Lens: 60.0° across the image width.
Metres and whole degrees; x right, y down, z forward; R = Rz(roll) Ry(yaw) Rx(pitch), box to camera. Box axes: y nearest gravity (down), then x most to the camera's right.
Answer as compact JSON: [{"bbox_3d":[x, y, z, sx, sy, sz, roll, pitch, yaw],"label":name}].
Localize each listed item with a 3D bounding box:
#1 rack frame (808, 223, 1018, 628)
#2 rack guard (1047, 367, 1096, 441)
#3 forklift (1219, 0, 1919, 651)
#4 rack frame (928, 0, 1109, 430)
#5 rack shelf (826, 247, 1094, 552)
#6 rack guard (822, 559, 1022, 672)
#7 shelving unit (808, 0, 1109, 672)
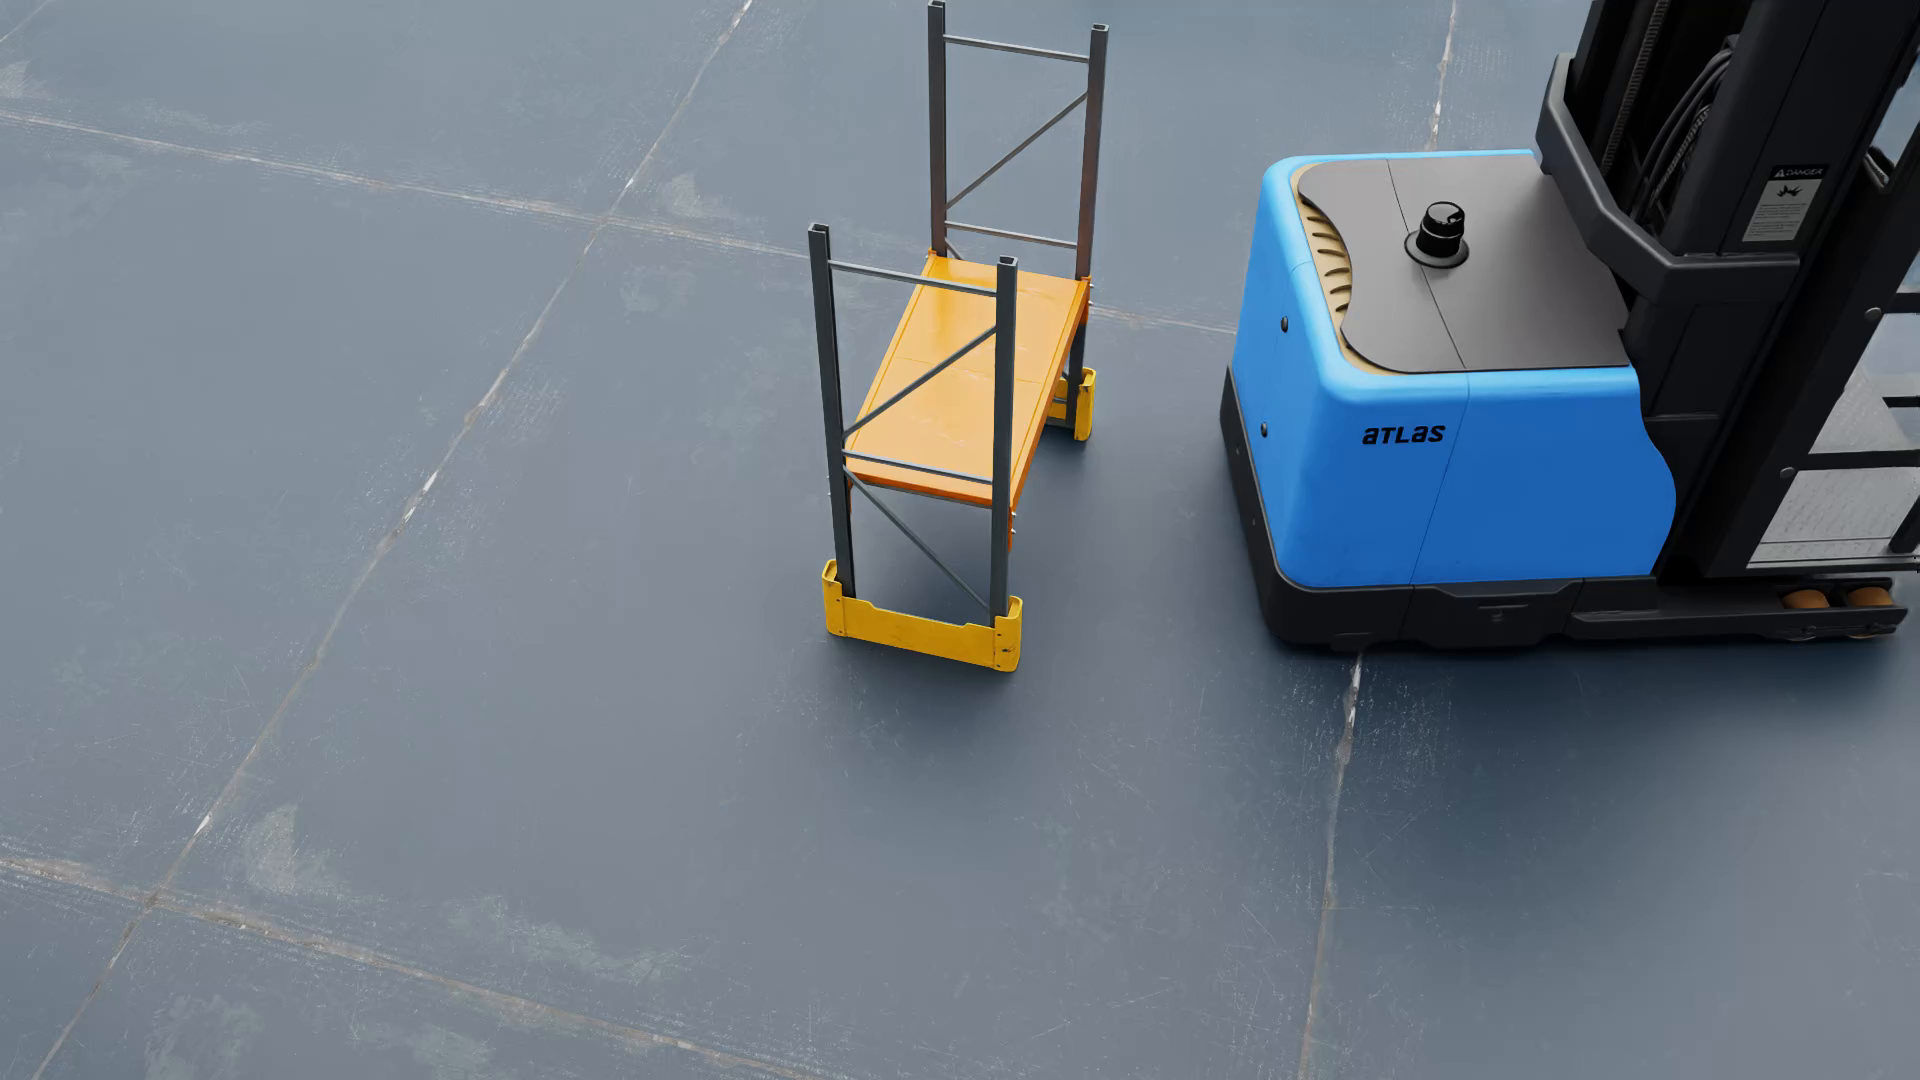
[{"bbox_3d":[-0.111,-0.190,4.418,0.500,1.500,0.032,12,50,10],"label":"rack frame"},{"bbox_3d":[0.151,-0.498,5.523,0.587,0.250,0.087,12,50,10],"label":"rack guard"},{"bbox_3d":[2.394,-1.065,4.235,3.031,2.935,1.130,-2,49,-2],"label":"forklift"},{"bbox_3d":[0.156,-0.926,5.067,0.500,1.500,0.032,12,50,10],"label":"rack frame"},{"bbox_3d":[0.022,-0.439,4.877,0.538,0.185,1.000,12,50,10],"label":"rack shelf"},{"bbox_3d":[-0.111,0.222,4.887,0.587,0.250,0.087,12,50,10],"label":"rack guard"},{"bbox_3d":[0.020,-0.551,4.736,0.587,1.500,1.083,12,50,10],"label":"shelving unit"}]
